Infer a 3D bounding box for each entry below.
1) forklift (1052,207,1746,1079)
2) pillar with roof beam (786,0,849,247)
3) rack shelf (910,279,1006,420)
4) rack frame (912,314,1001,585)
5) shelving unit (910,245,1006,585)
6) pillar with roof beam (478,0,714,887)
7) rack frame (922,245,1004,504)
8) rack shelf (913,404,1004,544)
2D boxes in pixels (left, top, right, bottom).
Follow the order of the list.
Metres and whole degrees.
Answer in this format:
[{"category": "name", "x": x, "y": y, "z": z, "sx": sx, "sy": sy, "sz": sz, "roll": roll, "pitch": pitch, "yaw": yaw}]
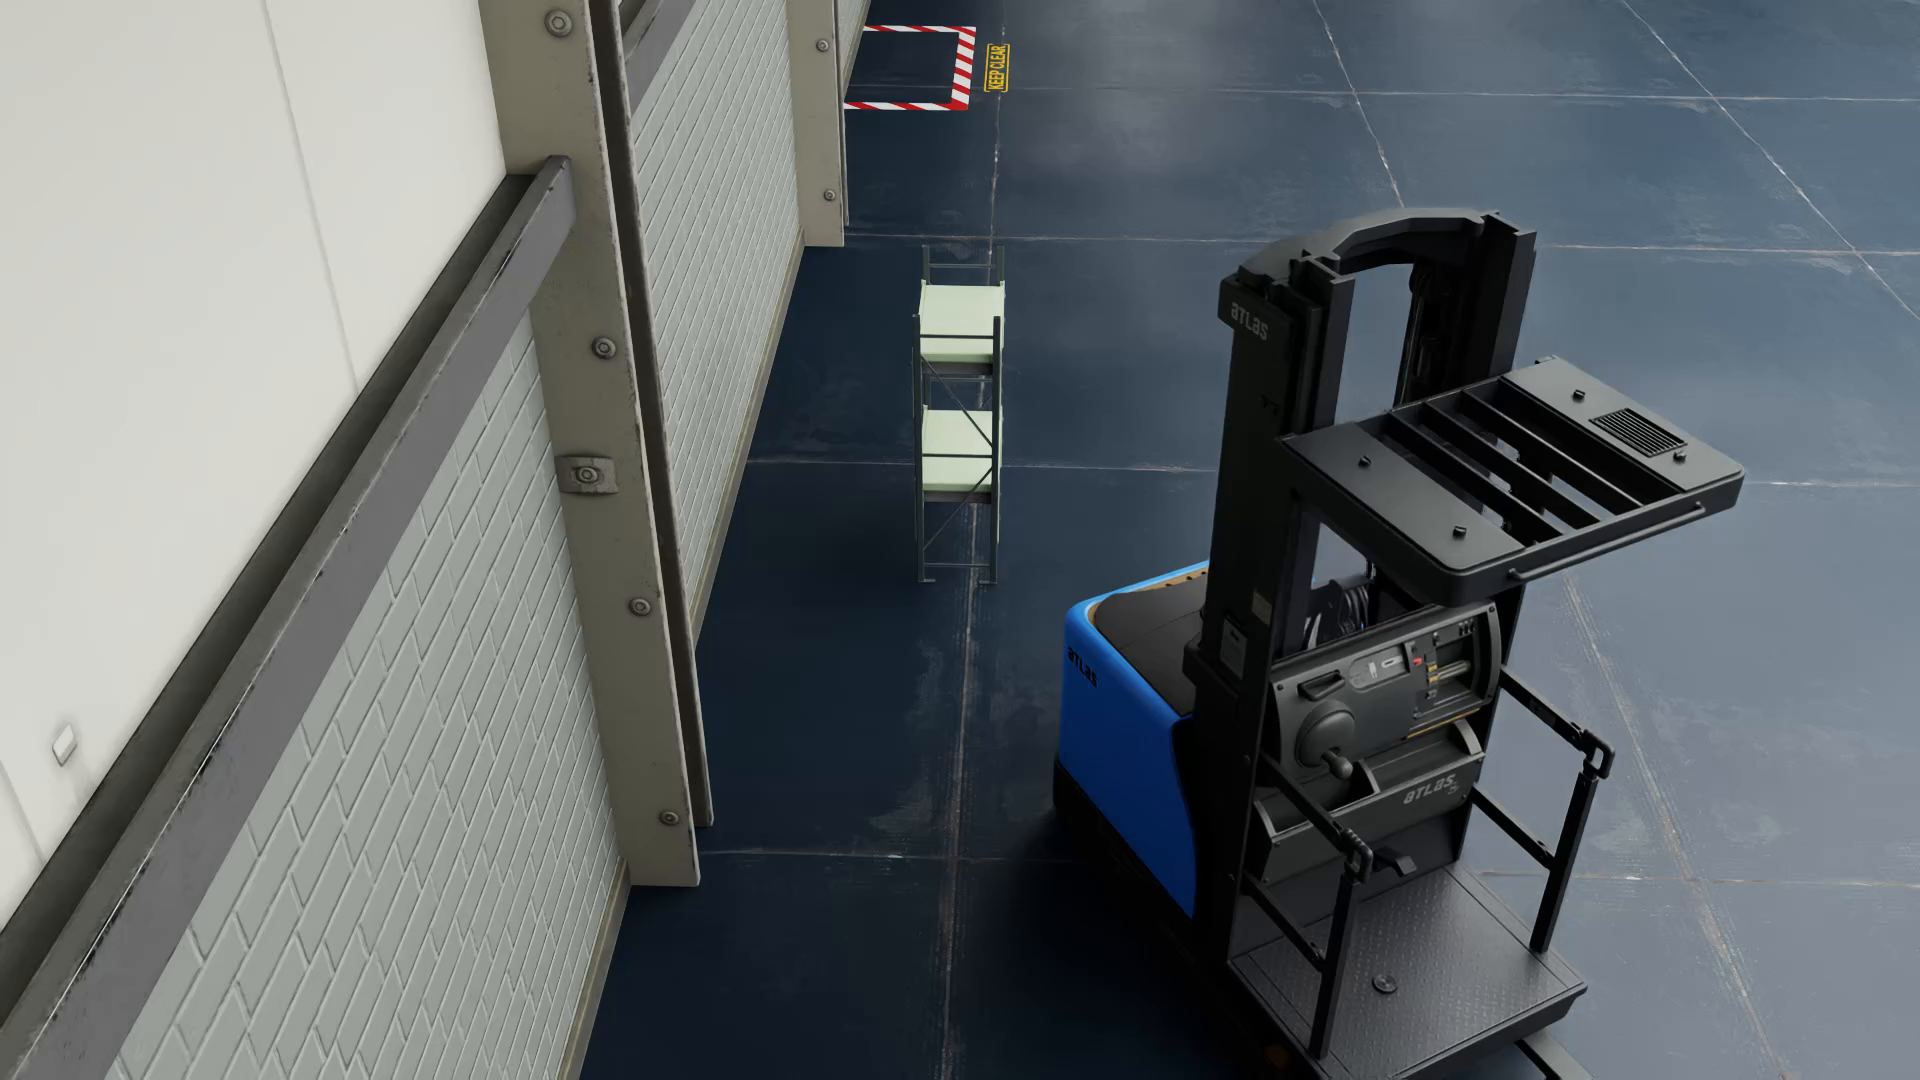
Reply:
[{"category": "forklift", "x": 1.520, "y": 0.558, "z": 5.352, "sx": 1.130, "sy": 2.935, "sz": 3.031, "roll": -17, "pitch": 38, "yaw": -22}, {"category": "pillar with roof beam", "x": 3.340, "y": -5.749, "z": 9.050, "sx": 9.100, "sy": 9.000, "sz": 0.400, "roll": 1, "pitch": 35, "yaw": 2}, {"category": "rack shelf", "x": 0.000, "y": -0.929, "z": 8.035, "sx": 0.431, "sy": 0.370, "sz": 0.720, "roll": 1, "pitch": 35, "yaw": 2}, {"category": "rack frame", "x": -0.015, "y": -0.399, "z": 7.960, "sx": 0.400, "sy": 1.500, "sz": 0.023, "roll": 1, "pitch": 35, "yaw": 2}, {"category": "shelving unit", "x": 0.000, "y": -0.610, "z": 8.259, "sx": 0.431, "sy": 1.500, "sz": 0.755, "roll": 1, "pitch": 35, "yaw": 2}, {"category": "pillar with roof beam", "x": 3.099, "y": -2.302, "z": 4.145, "sx": 9.100, "sy": 9.000, "sz": 0.400, "roll": 1, "pitch": 35, "yaw": 2}, {"category": "rack frame", "x": 0.014, "y": -0.820, "z": 8.558, "sx": 0.400, "sy": 1.500, "sz": 0.023, "roll": 1, "pitch": 35, "yaw": 2}, {"category": "rack shelf", "x": 0.000, "y": -0.343, "z": 8.446, "sx": 0.431, "sy": 0.370, "sz": 0.720, "roll": 1, "pitch": 35, "yaw": 2}]
